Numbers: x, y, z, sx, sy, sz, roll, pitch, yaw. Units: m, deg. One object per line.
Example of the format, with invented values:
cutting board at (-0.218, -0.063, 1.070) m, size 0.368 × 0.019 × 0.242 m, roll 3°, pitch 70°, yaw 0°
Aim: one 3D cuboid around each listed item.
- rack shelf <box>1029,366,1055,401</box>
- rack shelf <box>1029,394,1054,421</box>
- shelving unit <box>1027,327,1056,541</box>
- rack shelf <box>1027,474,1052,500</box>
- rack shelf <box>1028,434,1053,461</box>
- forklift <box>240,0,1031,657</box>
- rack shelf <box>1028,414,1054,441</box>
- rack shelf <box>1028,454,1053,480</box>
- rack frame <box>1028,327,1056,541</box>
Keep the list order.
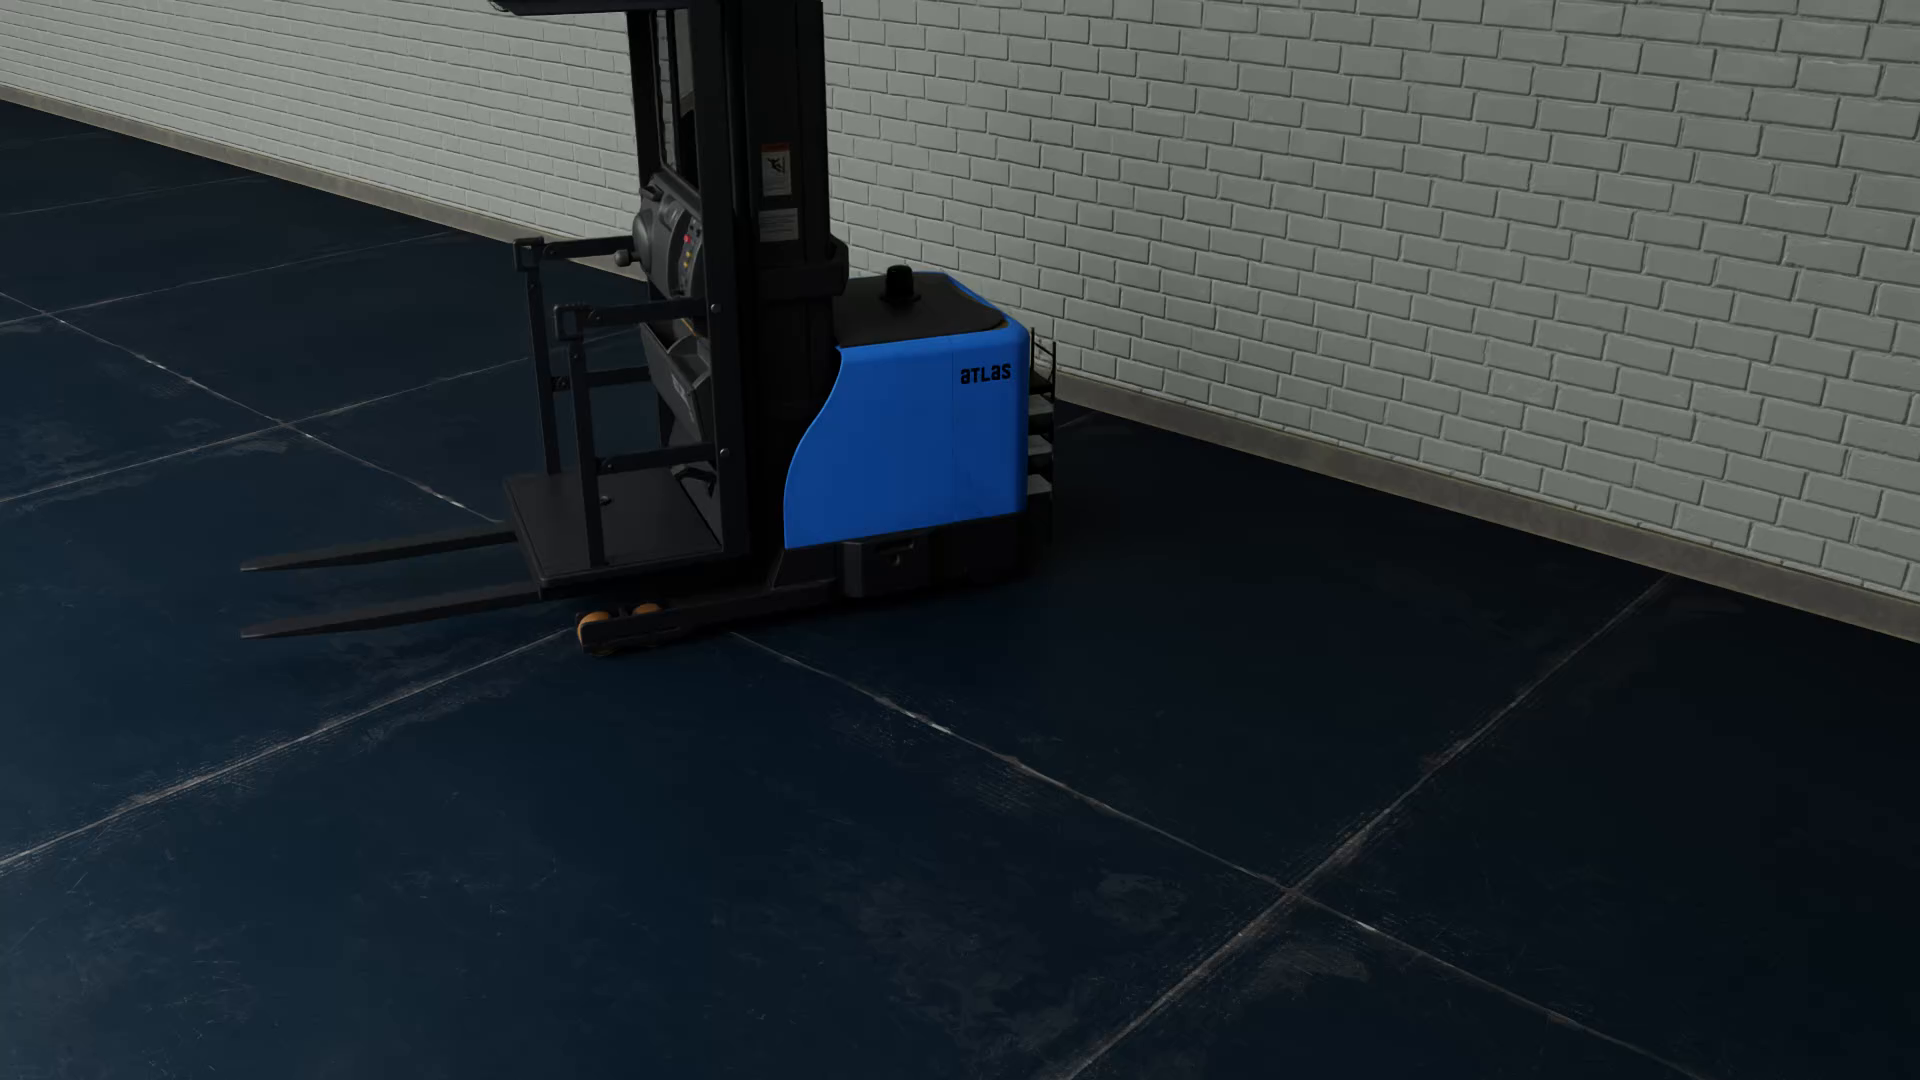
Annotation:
rack shelf at (0.256, -0.651, 7.023) m, size 0.200 × 0.077 × 0.258 m, roll -9°, pitch 26°, yaw -20°
rack shelf at (0.256, -0.569, 7.060) m, size 0.200 × 0.077 × 0.258 m, roll -9°, pitch 26°, yaw -20°
shelving unit at (0.256, -0.435, 7.120) m, size 0.210 × 0.900 × 0.258 m, roll -9°, pitch 26°, yaw -20°
rack shelf at (0.256, -0.240, 7.207) m, size 0.200 × 0.077 × 0.258 m, roll -9°, pitch 26°, yaw -20°
rack shelf at (0.256, -0.404, 7.134) m, size 0.200 × 0.077 × 0.258 m, roll -9°, pitch 26°, yaw -20°
forklift at (-1.281, -1.143, 6.216) m, size 3.031 × 2.935 × 1.130 m, roll -9°, pitch 26°, yaw -20°
rack shelf at (0.256, -0.487, 7.097) m, size 0.200 × 0.077 × 0.258 m, roll -9°, pitch 26°, yaw -20°
rack shelf at (0.256, -0.322, 7.170) m, size 0.200 × 0.077 × 0.258 m, roll -9°, pitch 26°, yaw -20°
rack frame at (0.351, -0.450, 7.154) m, size 0.006 × 0.900 × 0.240 m, roll -9°, pitch 26°, yaw -20°
